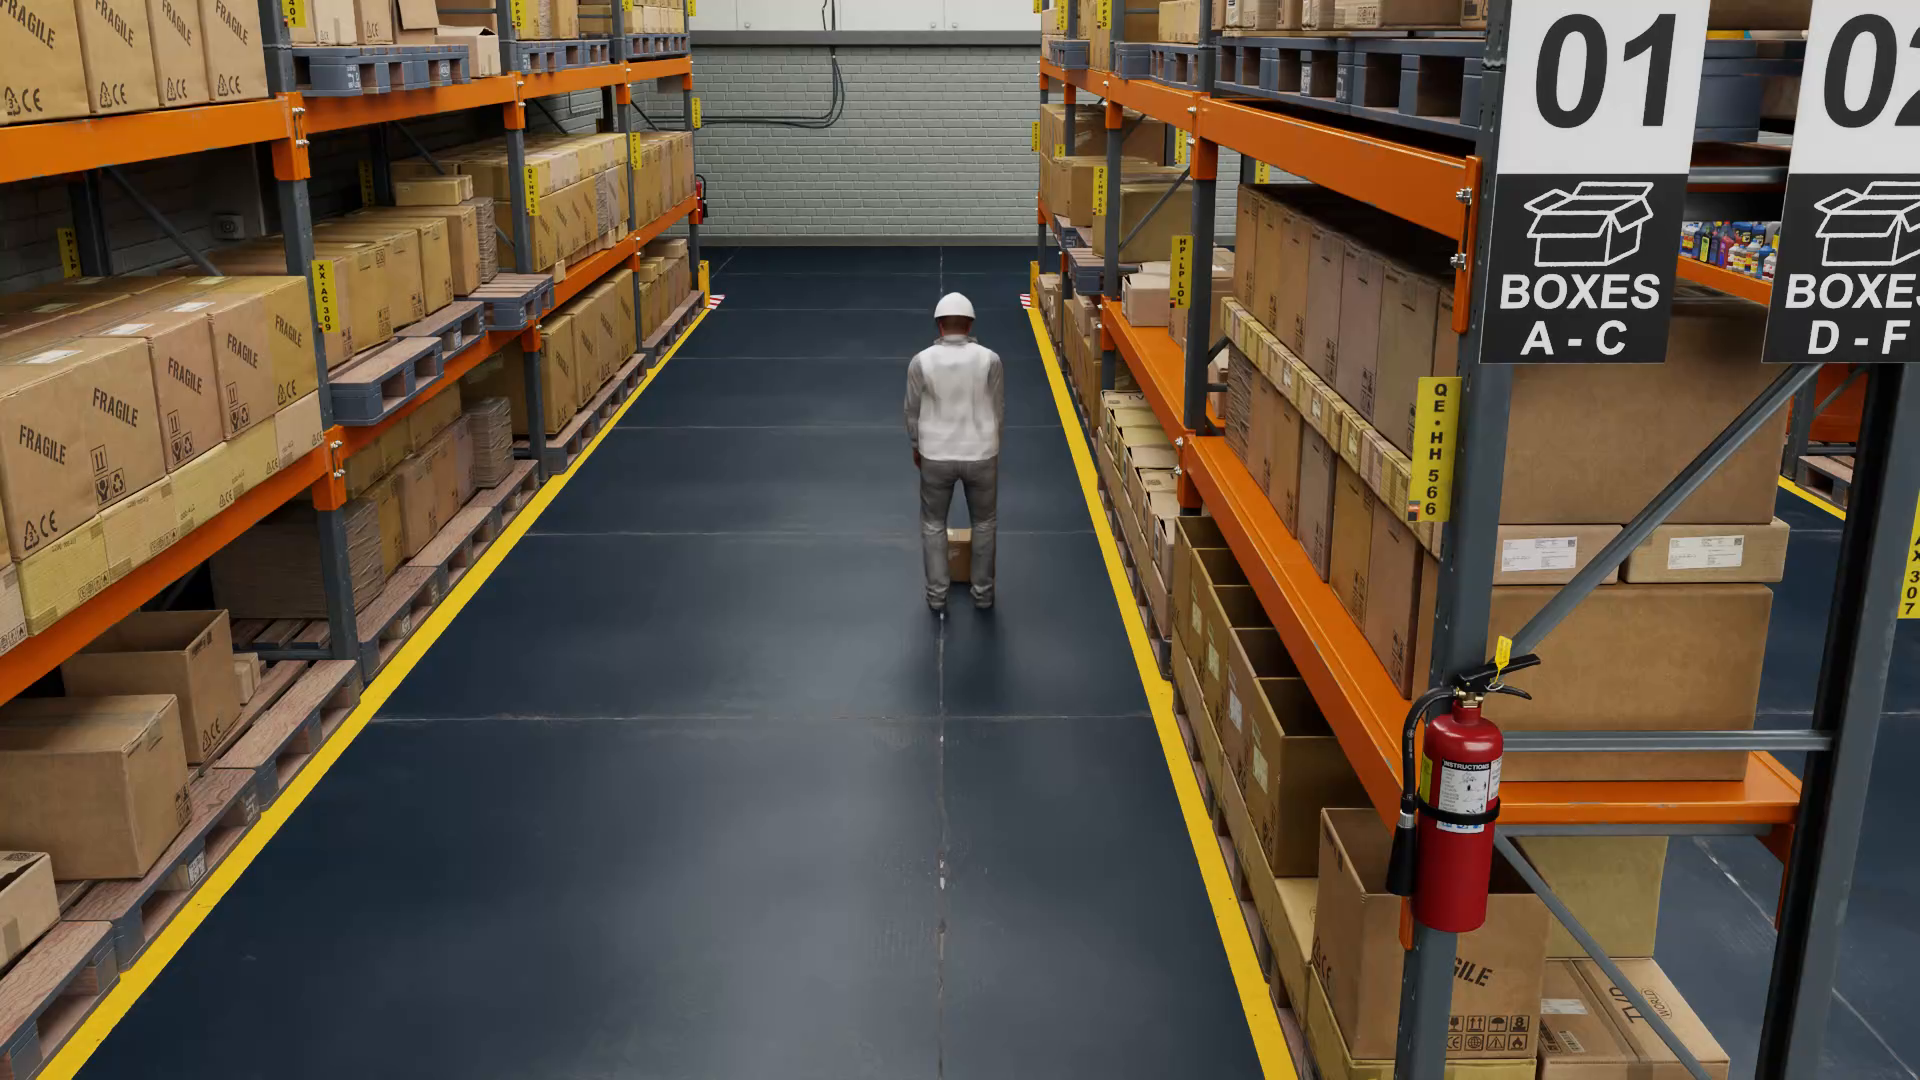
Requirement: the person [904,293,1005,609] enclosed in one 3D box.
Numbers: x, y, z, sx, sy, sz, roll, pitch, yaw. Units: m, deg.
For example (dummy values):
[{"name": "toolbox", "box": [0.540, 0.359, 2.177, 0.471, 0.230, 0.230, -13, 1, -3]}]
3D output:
[{"name": "person", "box": [-0.031, -0.479, 9.145, 0.552, 1.736, 0.442, 0, 17, 1]}]
